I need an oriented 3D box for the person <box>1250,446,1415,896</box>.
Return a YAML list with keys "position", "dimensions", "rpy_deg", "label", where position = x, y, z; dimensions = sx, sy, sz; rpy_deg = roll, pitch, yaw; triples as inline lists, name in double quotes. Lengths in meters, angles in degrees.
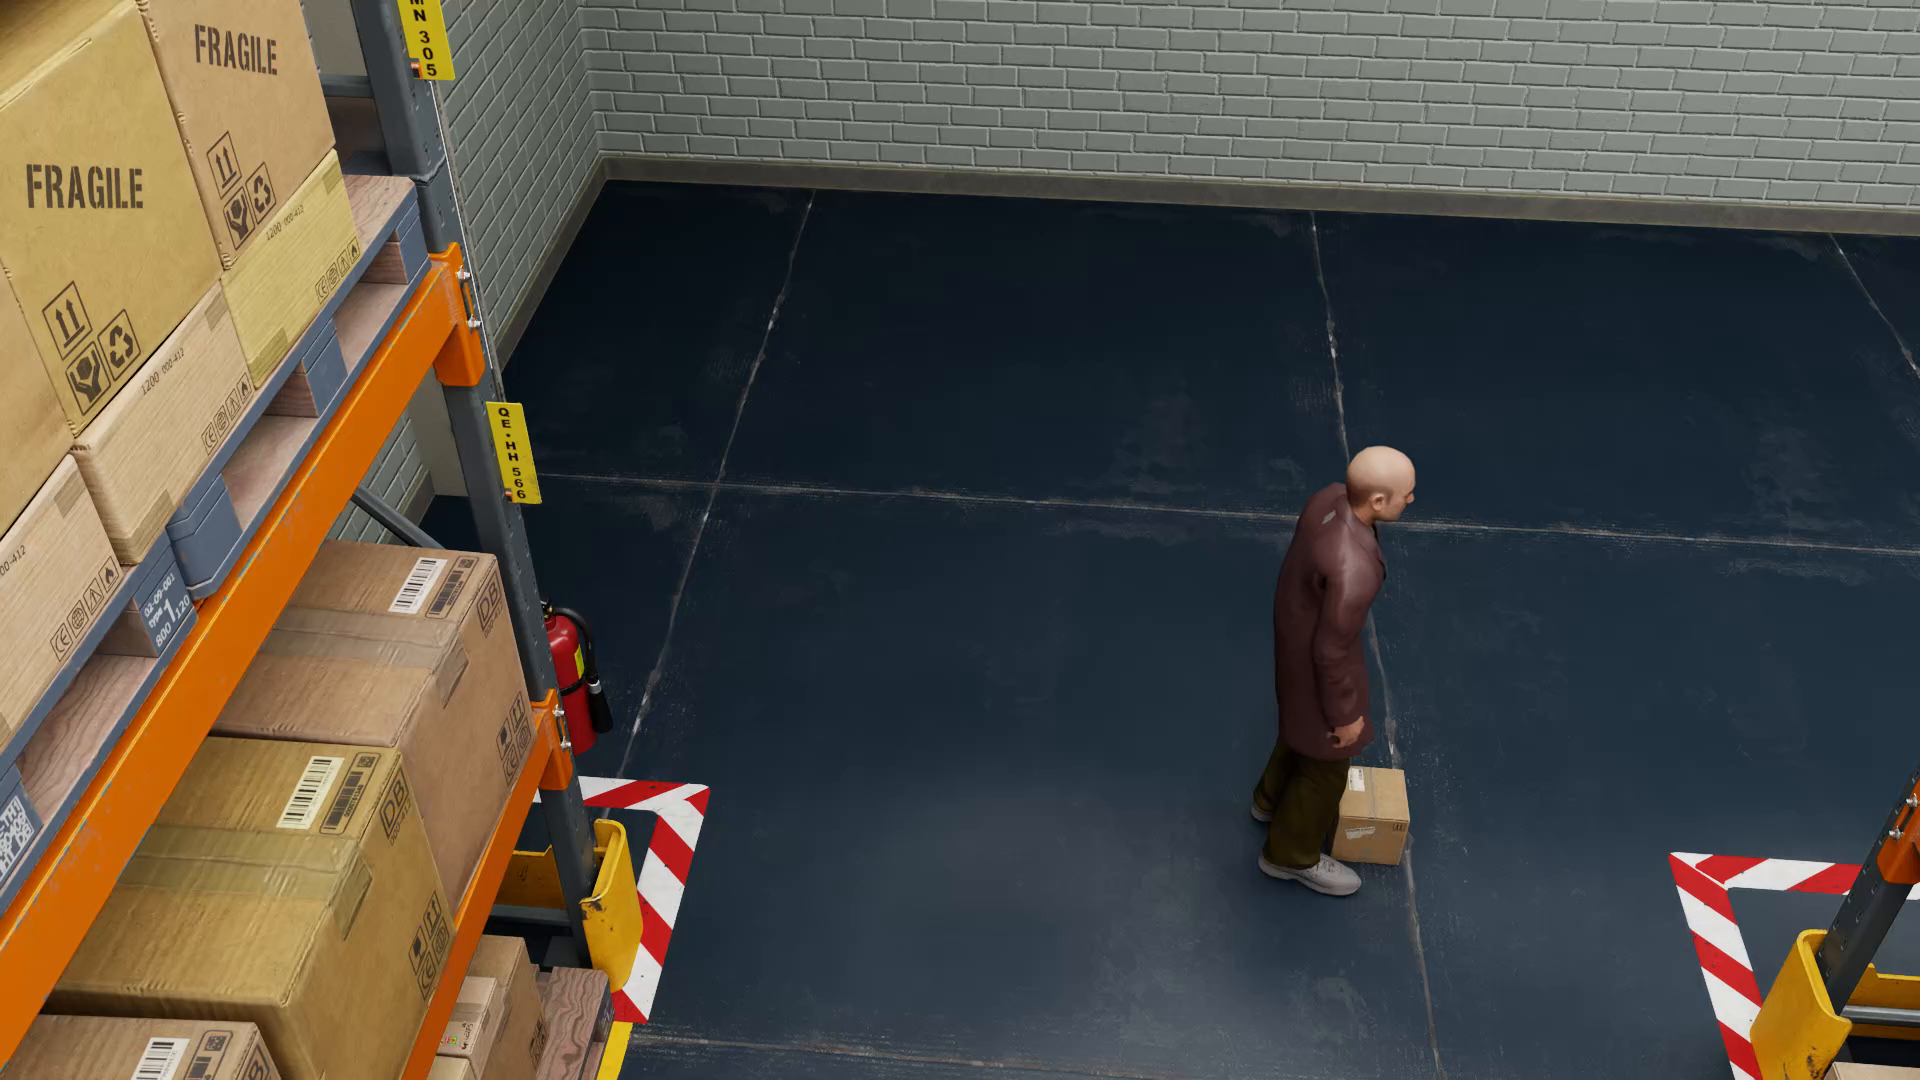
- position: [1.258, 0.421, 5.657]
  dimensions: [0.425, 1.774, 0.644]
  rpy_deg: [3, 40, 4]
  label: "person"
